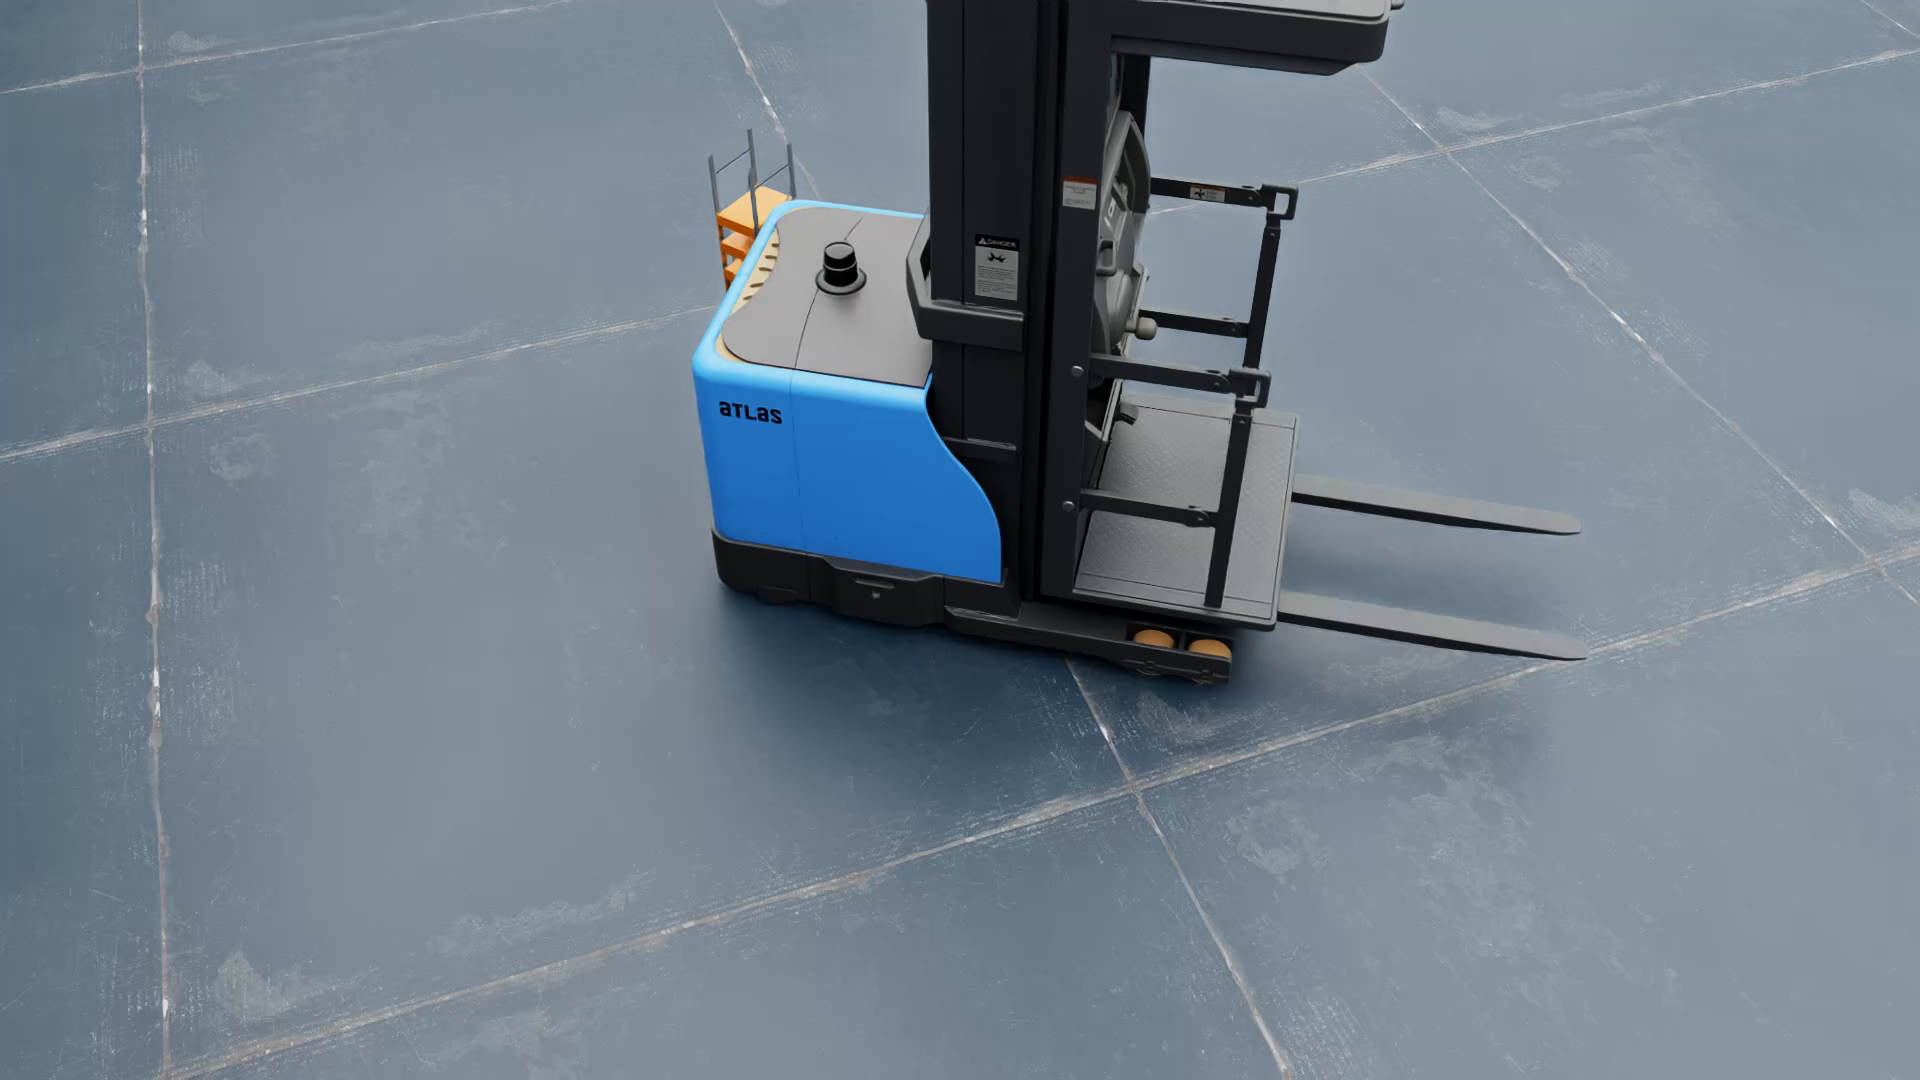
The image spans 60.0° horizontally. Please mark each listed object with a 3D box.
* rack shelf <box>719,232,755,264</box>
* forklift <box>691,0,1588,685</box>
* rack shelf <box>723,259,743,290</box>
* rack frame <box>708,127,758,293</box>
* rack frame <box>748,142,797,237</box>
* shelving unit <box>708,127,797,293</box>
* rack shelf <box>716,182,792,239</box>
[{"bbox_3d":[-0.747,-1.110,6.231,0.180,0.103,0.258,25,50,24],"label":"rack shelf"},{"bbox_3d":[0.691,-0.949,5.127,3.031,2.935,1.130,9,46,9],"label":"forklift"},{"bbox_3d":[-0.745,-1.024,6.315,0.180,0.103,0.258,25,50,24],"label":"rack shelf"},{"bbox_3d":[-0.820,-1.006,6.405,0.006,1.200,0.240,25,50,24],"label":"rack frame"},{"bbox_3d":[-0.668,-0.935,6.331,0.006,1.200,0.240,25,50,24],"label":"rack frame"},{"bbox_3d":[-0.744,-0.970,6.368,0.189,1.200,0.258,25,50,24],"label":"shelving unit"},{"bbox_3d":[-0.748,-1.195,6.147,0.180,0.103,0.258,25,50,24],"label":"rack shelf"}]
